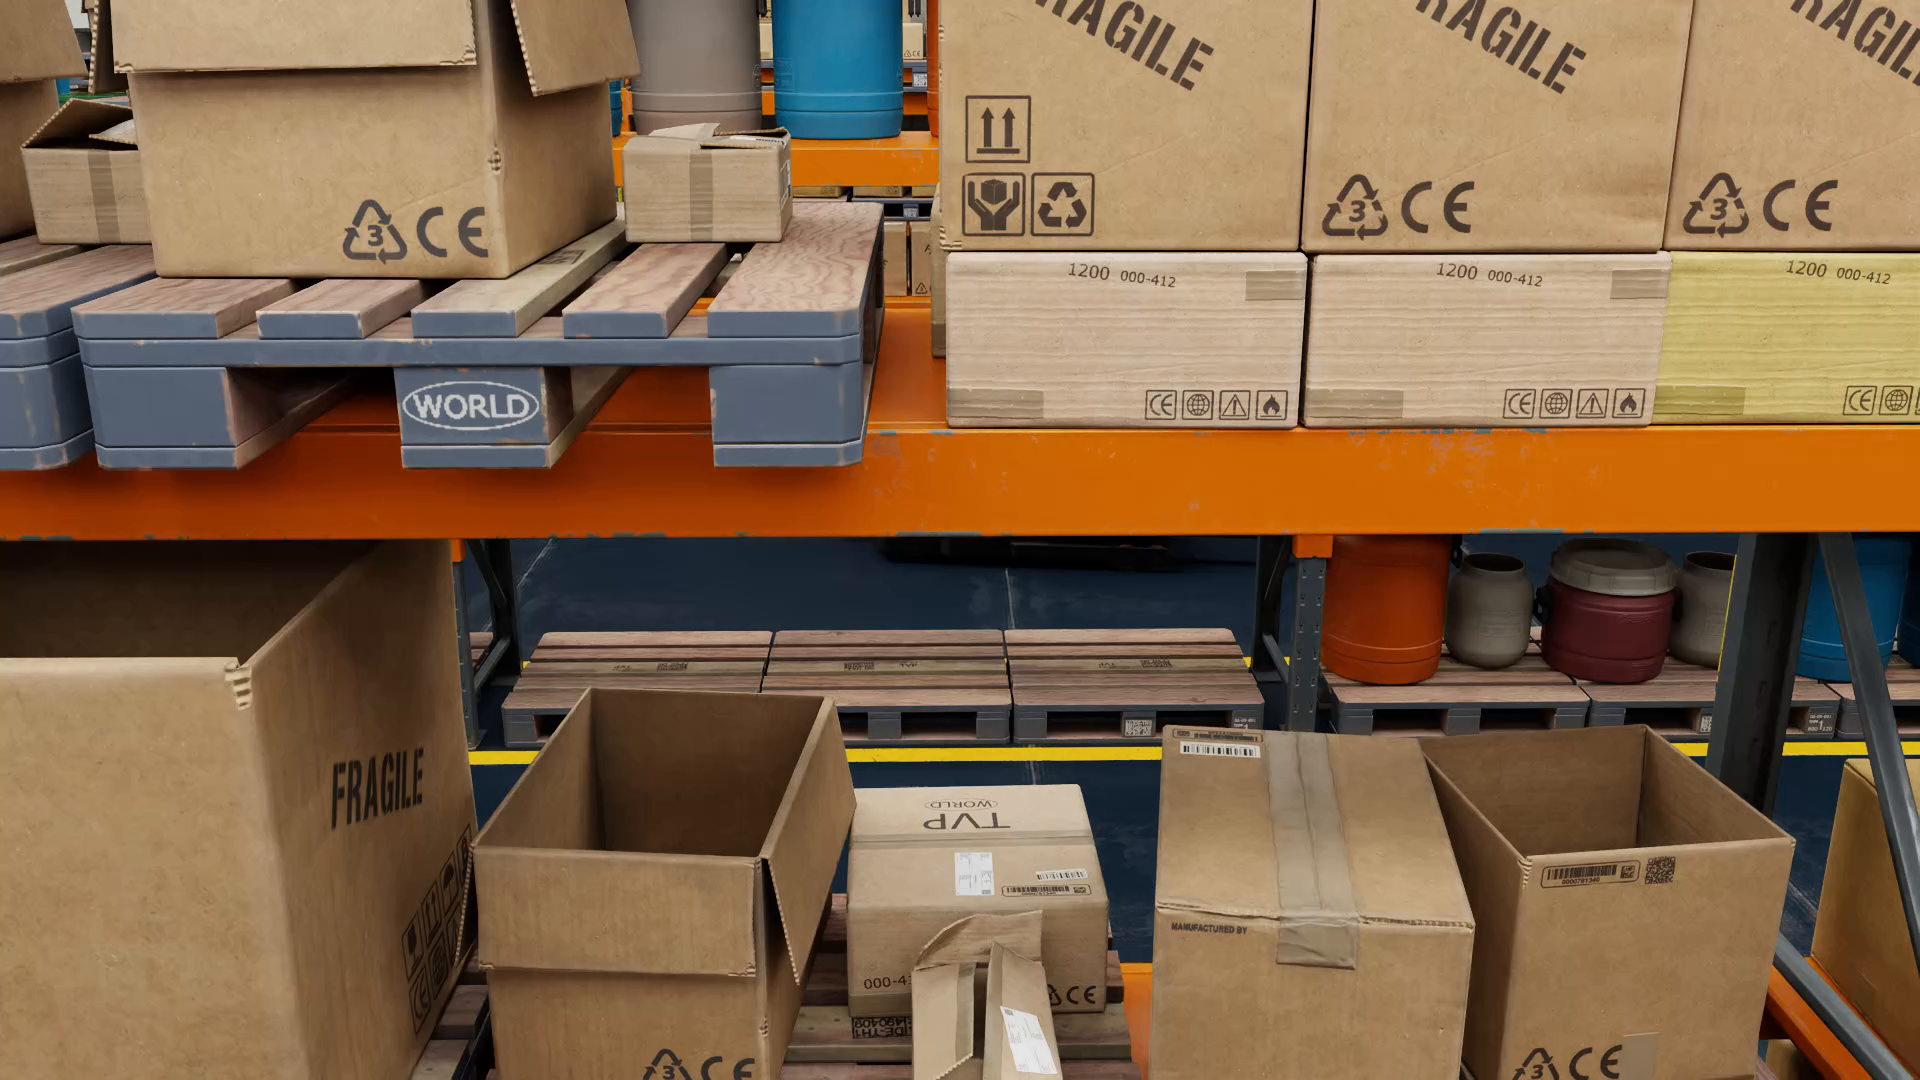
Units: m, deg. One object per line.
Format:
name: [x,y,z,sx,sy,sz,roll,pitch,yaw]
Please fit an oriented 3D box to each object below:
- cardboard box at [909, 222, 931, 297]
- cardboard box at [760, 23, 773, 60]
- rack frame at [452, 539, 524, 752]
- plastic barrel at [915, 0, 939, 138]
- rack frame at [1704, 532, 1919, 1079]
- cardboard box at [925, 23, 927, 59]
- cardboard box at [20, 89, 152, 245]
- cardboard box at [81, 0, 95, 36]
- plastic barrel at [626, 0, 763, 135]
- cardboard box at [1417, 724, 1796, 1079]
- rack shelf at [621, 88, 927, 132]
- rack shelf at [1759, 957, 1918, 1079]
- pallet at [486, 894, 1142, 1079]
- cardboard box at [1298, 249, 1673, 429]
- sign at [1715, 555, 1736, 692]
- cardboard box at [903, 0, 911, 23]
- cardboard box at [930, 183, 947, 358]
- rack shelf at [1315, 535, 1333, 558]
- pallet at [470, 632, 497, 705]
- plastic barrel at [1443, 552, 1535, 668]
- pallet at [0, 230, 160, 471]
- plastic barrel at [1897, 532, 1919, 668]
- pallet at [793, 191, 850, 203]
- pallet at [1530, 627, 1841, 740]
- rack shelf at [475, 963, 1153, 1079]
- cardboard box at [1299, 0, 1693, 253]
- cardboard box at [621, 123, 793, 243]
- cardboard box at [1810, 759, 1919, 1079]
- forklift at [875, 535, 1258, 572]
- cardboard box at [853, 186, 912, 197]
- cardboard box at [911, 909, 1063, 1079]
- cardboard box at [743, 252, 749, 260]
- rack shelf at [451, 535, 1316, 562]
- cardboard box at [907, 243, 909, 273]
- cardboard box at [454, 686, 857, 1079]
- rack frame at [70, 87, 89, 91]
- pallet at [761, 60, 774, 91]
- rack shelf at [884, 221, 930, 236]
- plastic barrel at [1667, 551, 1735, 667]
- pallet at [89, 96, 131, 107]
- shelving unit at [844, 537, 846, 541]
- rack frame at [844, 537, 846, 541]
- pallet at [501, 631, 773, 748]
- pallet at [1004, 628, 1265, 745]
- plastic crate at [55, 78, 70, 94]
cardboard box: [-0.127,-2.140,12.645,0.500,0.500,0.500,-1,18,-4]
cardboard box: [-1.284,-3.647,12.152,0.500,0.250,0.500,-2,18,-6]
rack frame: [-2.375,-0.574,7.925,0.127,3.000,1.000,0,18,-1]
plastic barrel: [0.146,-2.285,7.646,0.708,0.830,0.600,0,18,-1]
rack frame: [1.703,0.920,3.269,0.127,3.000,1.000,0,18,-1]
cardboard box: [0.002,-3.636,12.118,0.500,0.250,0.500,-1,18,-2]
cardboard box: [-1.358,-0.660,2.817,0.258,0.266,0.396,0,18,1]
cardboard box: [-5.874,-3.813,12.026,0.637,0.503,0.797,1,18,3]
plastic barrel: [-1.216,-2.312,7.614,0.600,0.901,0.600,0,18,0]
cardboard box: [1.164,0.687,3.144,0.500,0.500,0.500,-2,18,-8]
rack shelf: [-0.449,-3.182,12.323,4.000,0.370,1.077,0,18,-1]
rack shelf: [3.703,1.253,3.409,4.000,0.370,1.077,0,18,-1]
pallet: [-0.276,1.033,3.230,1.213,0.211,1.003,0,18,-1]
cardboard box: [0.736,-0.353,2.573,0.500,0.250,0.500,0,18,-1]
sign: [1.691,0.199,3.621,0.005,0.325,0.100,0,18,-1]
cardboard box: [-0.750,-5.259,16.770,0.500,0.500,0.500,-1,18,-3]
cardboard box: [0.202,-0.505,3.045,0.500,0.250,0.500,0,18,0]
rack shelf: [3.625,-0.260,8.125,4.000,0.370,1.077,0,18,-1]
pallet: [-3.047,0.745,8.380,1.213,0.211,1.003,0,18,-1]
plastic barrel: [2.677,0.354,8.418,0.421,0.512,0.421,0,18,0]
pallet: [-1.677,-0.370,2.687,1.003,0.211,1.213,0,18,-1]
plastic barrel: [5.080,0.185,8.309,0.708,0.901,0.600,0,18,-1]
pallet: [-1.764,-3.467,17.259,1.213,0.211,1.003,0,18,-1]
pallet: [3.629,0.713,8.478,1.213,0.211,1.003,0,18,-1]
rack shelf: [-0.297,1.272,3.349,4.000,0.370,1.077,0,18,-1]
cardboard box: [0.718,-0.710,2.456,0.500,0.500,0.500,0,18,-1]
cardboard box: [-0.423,-0.617,2.846,0.250,0.166,0.380,-1,18,-2]
cardboard box: [2.193,0.794,3.497,0.500,0.500,0.500,0,18,1]
forklift: [1.001,-1.367,10.510,3.031,2.935,1.130,2,18,5]
cardboard box: [-0.805,-3.862,17.291,0.500,0.500,0.700,2,18,7]
cardboard box: [0.040,0.874,2.943,0.258,0.266,0.396,-1,18,-2]
cardboard box: [-1.573,-2.083,12.849,0.258,0.266,0.396,-1,18,-2]
rack shelf: [-0.375,-0.241,8.065,4.000,0.370,1.077,0,18,-1]
cardboard box: [-0.336,-2.988,17.596,0.500,0.250,0.500,0,18,-1]
cardboard box: [-0.565,0.653,3.243,0.637,0.503,0.797,2,18,5]
rack frame: [-6.449,-2.067,12.581,0.127,3.000,1.000,0,18,-1]
pallet: [-1.567,-3.432,12.238,1.217,0.209,0.805,-1,18,-3]
rack shelf: [-0.531,-3.266,17.497,4.000,0.370,1.077,0,18,-1]
plastic barrel: [3.806,0.349,8.435,0.421,0.512,0.421,0,18,0]
pallet: [-3.094,-1.879,7.392,1.003,0.211,1.213,0,18,-1]
shelving unit: [-0.638,-0.522,10.955,0.252,1.050,0.215,2,18,5]
rack frame: [-0.759,-0.525,10.966,0.008,1.050,0.200,2,18,5]
pallet: [-1.590,0.739,8.399,1.213,0.211,1.003,0,18,-1]
pallet: [0.850,0.727,8.436,1.213,0.211,1.003,0,18,-1]
plastic crate: [-4.472,-2.076,7.724,0.575,0.384,0.392,0,18,-1]
